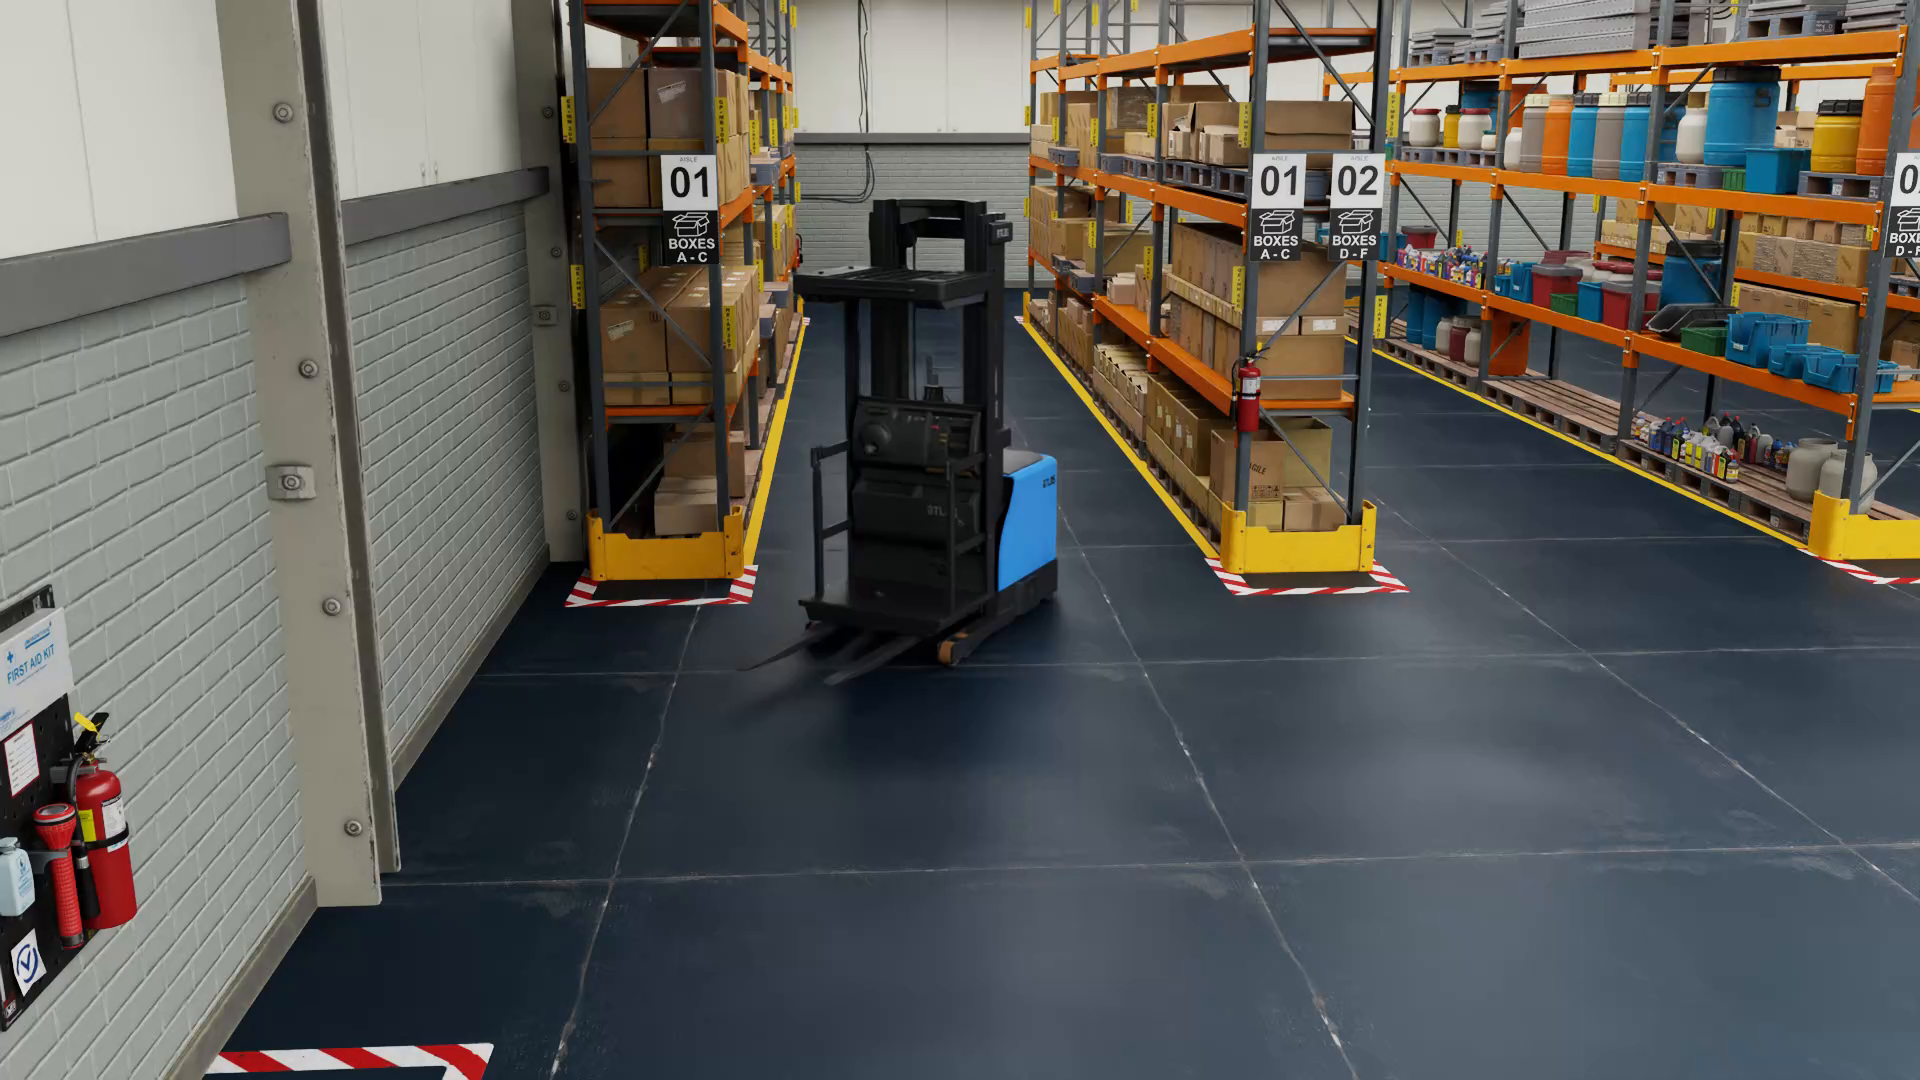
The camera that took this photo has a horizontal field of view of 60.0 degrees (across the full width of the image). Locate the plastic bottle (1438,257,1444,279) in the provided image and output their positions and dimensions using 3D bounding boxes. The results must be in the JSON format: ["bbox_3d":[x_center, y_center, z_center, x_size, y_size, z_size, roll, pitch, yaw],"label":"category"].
[{"bbox_3d":[6.573,-3.713,22.673,0.061,0.283,0.133,-1,14,-3],"label":"plastic bottle"}]

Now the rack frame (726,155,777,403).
[{"bbox_3d":[-2.774,-3.160,20.287,1.000,3.000,0.127,-1,14,-3],"label":"rack frame"}]

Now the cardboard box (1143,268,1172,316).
[{"bbox_3d":[2.323,-2.737,18.445,0.500,0.500,0.500,-1,14,-3],"label":"cardboard box"}]

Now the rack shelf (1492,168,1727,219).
[{"bbox_3d":[7.238,-3.919,18.664,1.077,0.370,4.000,-1,14,-3],"label":"rack shelf"}]

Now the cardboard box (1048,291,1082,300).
[{"bbox_3d":[1.801,-3.703,26.526,0.797,0.503,0.637,-1,14,-3],"label":"cardboard box"}]

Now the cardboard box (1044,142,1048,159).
[{"bbox_3d":[1.567,-5.977,25.519,0.500,0.250,0.500,-1,14,-3],"label":"cardboard box"}]

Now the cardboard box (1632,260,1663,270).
[{"bbox_3d":[11.738,-4.169,27.630,0.875,0.875,0.875,-1,14,-3],"label":"cardboard box"}]

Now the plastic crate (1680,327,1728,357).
[{"bbox_3d":[7.165,-1.873,15.712,0.450,0.188,0.662,-1,14,-3],"label":"plastic crate"}]

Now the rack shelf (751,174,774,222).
[{"bbox_3d":[-2.650,-3.766,18.069,1.077,0.370,4.000,-1,14,-3],"label":"rack shelf"}]

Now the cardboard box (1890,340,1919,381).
[{"bbox_3d":[12.119,-2.225,20.788,0.700,0.500,0.500,-2,15,-6],"label":"cardboard box"}]

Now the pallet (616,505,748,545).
[{"bbox_3d":[-2.298,-0.041,13.762,1.003,0.211,1.213,-1,14,-3],"label":"pallet"}]

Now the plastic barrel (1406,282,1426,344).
[{"bbox_3d":[6.883,-3.359,24.430,0.600,0.901,0.708,-1,14,-3],"label":"plastic barrel"}]

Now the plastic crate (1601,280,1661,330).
[{"bbox_3d":[7.027,-2.464,17.456,0.402,0.464,0.583,-1,14,-3],"label":"plastic crate"}]

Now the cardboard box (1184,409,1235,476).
[{"bbox_3d":[2.259,-0.860,14.518,0.500,0.500,0.500,-1,14,-3],"label":"cardboard box"}]

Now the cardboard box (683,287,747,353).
[{"bbox_3d":[-2.054,-1.845,13.934,0.500,0.500,0.500,-1,14,-5],"label":"cardboard box"}]

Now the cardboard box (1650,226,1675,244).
[{"bbox_3d":[11.426,-4.943,26.920,0.500,0.250,0.500,-1,14,-5],"label":"cardboard box"}]

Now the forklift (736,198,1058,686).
[{"bbox_3d":[-0.386,-0.722,10.951,1.130,2.935,3.031,7,16,26],"label":"forklift"}]

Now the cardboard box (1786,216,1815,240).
[{"bbox_3d":[11.943,-4.434,23.026,0.797,0.503,0.637,0,14,-2],"label":"cardboard box"}]

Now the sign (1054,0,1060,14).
[{"bbox_3d":[1.380,-7.624,23.565,0.100,0.325,0.005,-1,14,-3],"label":"sign"}]

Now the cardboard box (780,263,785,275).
[{"bbox_3d":[-2.633,-3.770,23.124,0.380,0.149,0.250,-1,14,-3],"label":"cardboard box"}]

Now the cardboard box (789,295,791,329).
[{"bbox_3d":[-3.023,-3.587,26.123,0.700,0.500,0.500,-1,14,-2],"label":"cardboard box"}]

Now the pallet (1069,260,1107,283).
[{"bbox_3d":[2.045,-3.628,22.491,1.003,0.211,1.213,-1,14,-3],"label":"pallet"}]

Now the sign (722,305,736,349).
[{"bbox_3d":[-1.736,-1.598,12.479,0.100,0.325,0.005,-1,14,-3],"label":"sign"}]

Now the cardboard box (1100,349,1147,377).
[{"bbox_3d":[1.951,-2.115,19.777,0.500,0.311,0.500,-1,14,-5],"label":"cardboard box"}]

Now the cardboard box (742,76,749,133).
[{"bbox_3d":[-2.179,-3.902,14.907,0.500,0.500,0.500,0,14,0],"label":"cardboard box"}]

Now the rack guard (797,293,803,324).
[{"bbox_3d":[-3.271,-3.945,28.354,1.175,0.500,0.348,-1,14,-3],"label":"rack guard"}]

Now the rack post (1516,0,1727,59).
[{"bbox_3d":[7.154,-5.808,18.140,1.013,1.000,3.121,-1,14,-3],"label":"rack post"}]

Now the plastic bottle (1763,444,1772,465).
[{"bbox_3d":[7.762,-0.822,15.936,0.097,0.201,0.097,0,14,0],"label":"plastic bottle"}]

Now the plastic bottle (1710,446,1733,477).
[{"bbox_3d":[7.070,-0.730,15.427,0.152,0.276,0.135,-1,14,-3],"label":"plastic bottle"}]

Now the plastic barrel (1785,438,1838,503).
[{"bbox_3d":[7.462,-0.609,14.522,0.421,0.512,0.421,0,14,0],"label":"plastic barrel"}]

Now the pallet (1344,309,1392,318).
[{"bbox_3d":[6.631,-3.746,28.162,1.003,0.211,1.213,-1,14,-3],"label":"pallet"}]

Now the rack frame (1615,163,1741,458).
[{"bbox_3d":[7.362,-2.318,17.015,1.000,3.000,0.127,-1,14,-3],"label":"rack frame"}]

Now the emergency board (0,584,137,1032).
[{"bbox_3d":[-2.698,0.777,4.988,0.194,1.169,0.643,-1,14,-3],"label":"emergency board"}]

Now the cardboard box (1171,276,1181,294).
[{"bbox_3d":[2.257,-2.472,16.114,0.380,0.149,0.250,-1,14,-3],"label":"cardboard box"}]

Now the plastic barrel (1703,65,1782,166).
[{"bbox_3d":[7.317,-3.967,15.558,0.600,0.901,0.708,-1,14,-3],"label":"plastic barrel"}]

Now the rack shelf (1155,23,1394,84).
[{"bbox_3d":[2.542,-4.108,14.180,1.077,0.370,4.000,-1,14,-3],"label":"rack shelf"}]

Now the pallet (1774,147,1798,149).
[{"bbox_3d":[11.916,-5.517,23.811,0.805,0.209,1.217,-1,15,-6],"label":"pallet"}]

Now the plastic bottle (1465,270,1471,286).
[{"bbox_3d":[6.654,-3.421,21.701,0.097,0.201,0.097,0,14,0],"label":"plastic bottle"}]

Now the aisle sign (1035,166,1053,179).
[{"bbox_3d":[1.377,-6.498,28.045,0.394,0.787,0.004,-1,14,-3],"label":"aisle sign"}]

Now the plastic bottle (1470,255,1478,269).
[{"bbox_3d":[7.167,-3.838,23.181,0.097,0.271,0.097,0,14,0],"label":"plastic bottle"}]

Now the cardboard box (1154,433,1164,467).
[{"bbox_3d":[2.170,-0.869,16.061,0.500,0.250,0.500,-1,14,-3],"label":"cardboard box"}]

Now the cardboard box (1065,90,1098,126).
[{"bbox_3d":[1.854,-6.337,24.411,0.700,0.500,0.500,-1,14,-3],"label":"cardboard box"}]

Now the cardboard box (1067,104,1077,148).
[{"bbox_3d":[1.880,-5.858,23.511,0.600,0.600,0.600,-2,15,-9],"label":"cardboard box"}]

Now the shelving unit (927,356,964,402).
[{"bbox_3d":[0.005,-0.705,13.757,0.538,1.500,1.048,-1,14,-3],"label":"shelving unit"}]

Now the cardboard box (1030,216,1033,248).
[{"bbox_3d":[1.439,-5.161,27.863,0.500,0.500,0.500,-1,14,-2],"label":"cardboard box"}]

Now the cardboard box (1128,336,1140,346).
[{"bbox_3d":[2.427,-2.357,21.301,0.500,0.500,0.500,0,14,-1],"label":"cardboard box"}]

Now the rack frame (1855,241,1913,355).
[{"bbox_3d":[12.058,-3.389,21.178,1.000,3.000,0.127,-1,14,-3],"label":"rack frame"}]

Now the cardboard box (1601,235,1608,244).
[{"bbox_3d":[11.255,-5.164,28.579,0.380,0.149,0.250,-1,14,-3],"label":"cardboard box"}]

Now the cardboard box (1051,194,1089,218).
[{"bbox_3d":[1.633,-4.886,24.790,0.500,0.500,0.500,-1,14,-3],"label":"cardboard box"}]

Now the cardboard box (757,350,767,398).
[{"bbox_3d":[-2.677,-1.984,19.850,0.700,0.500,0.500,-1,14,-3],"label":"cardboard box"}]

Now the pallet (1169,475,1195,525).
[{"bbox_3d":[2.504,-0.389,15.115,1.003,0.211,1.213,-1,14,-3],"label":"pallet"}]

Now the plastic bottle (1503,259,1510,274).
[{"bbox_3d":[7.384,-3.657,22.453,0.061,0.283,0.133,-1,14,-3],"label":"plastic bottle"}]

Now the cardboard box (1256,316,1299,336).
[{"bbox_3d":[2.452,-1.702,13.119,0.380,0.149,0.250,-1,14,-4],"label":"cardboard box"}]

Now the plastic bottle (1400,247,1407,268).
[{"bbox_3d":[6.472,-4.120,24.253,0.061,0.283,0.133,-1,14,-3],"label":"plastic bottle"}]

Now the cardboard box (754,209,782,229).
[{"bbox_3d":[-2.683,-4.353,22.583,0.500,0.250,0.500,-1,14,-2],"label":"cardboard box"}]

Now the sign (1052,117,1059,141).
[{"bbox_3d":[1.381,-5.925,23.976,0.100,0.325,0.005,-1,14,-3],"label":"sign"}]

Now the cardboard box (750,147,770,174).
[{"bbox_3d":[-2.459,-4.404,19.242,0.500,0.311,0.500,-1,14,-3],"label":"cardboard box"}]

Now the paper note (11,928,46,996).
[{"bbox_3d":[-2.756,1.248,4.922,0.016,0.148,0.142,-1,14,-3],"label":"paper note"}]

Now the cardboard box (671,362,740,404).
[{"bbox_3d":[-1.991,-1.233,13.061,0.500,0.250,0.500,-1,14,-5],"label":"cardboard box"}]
